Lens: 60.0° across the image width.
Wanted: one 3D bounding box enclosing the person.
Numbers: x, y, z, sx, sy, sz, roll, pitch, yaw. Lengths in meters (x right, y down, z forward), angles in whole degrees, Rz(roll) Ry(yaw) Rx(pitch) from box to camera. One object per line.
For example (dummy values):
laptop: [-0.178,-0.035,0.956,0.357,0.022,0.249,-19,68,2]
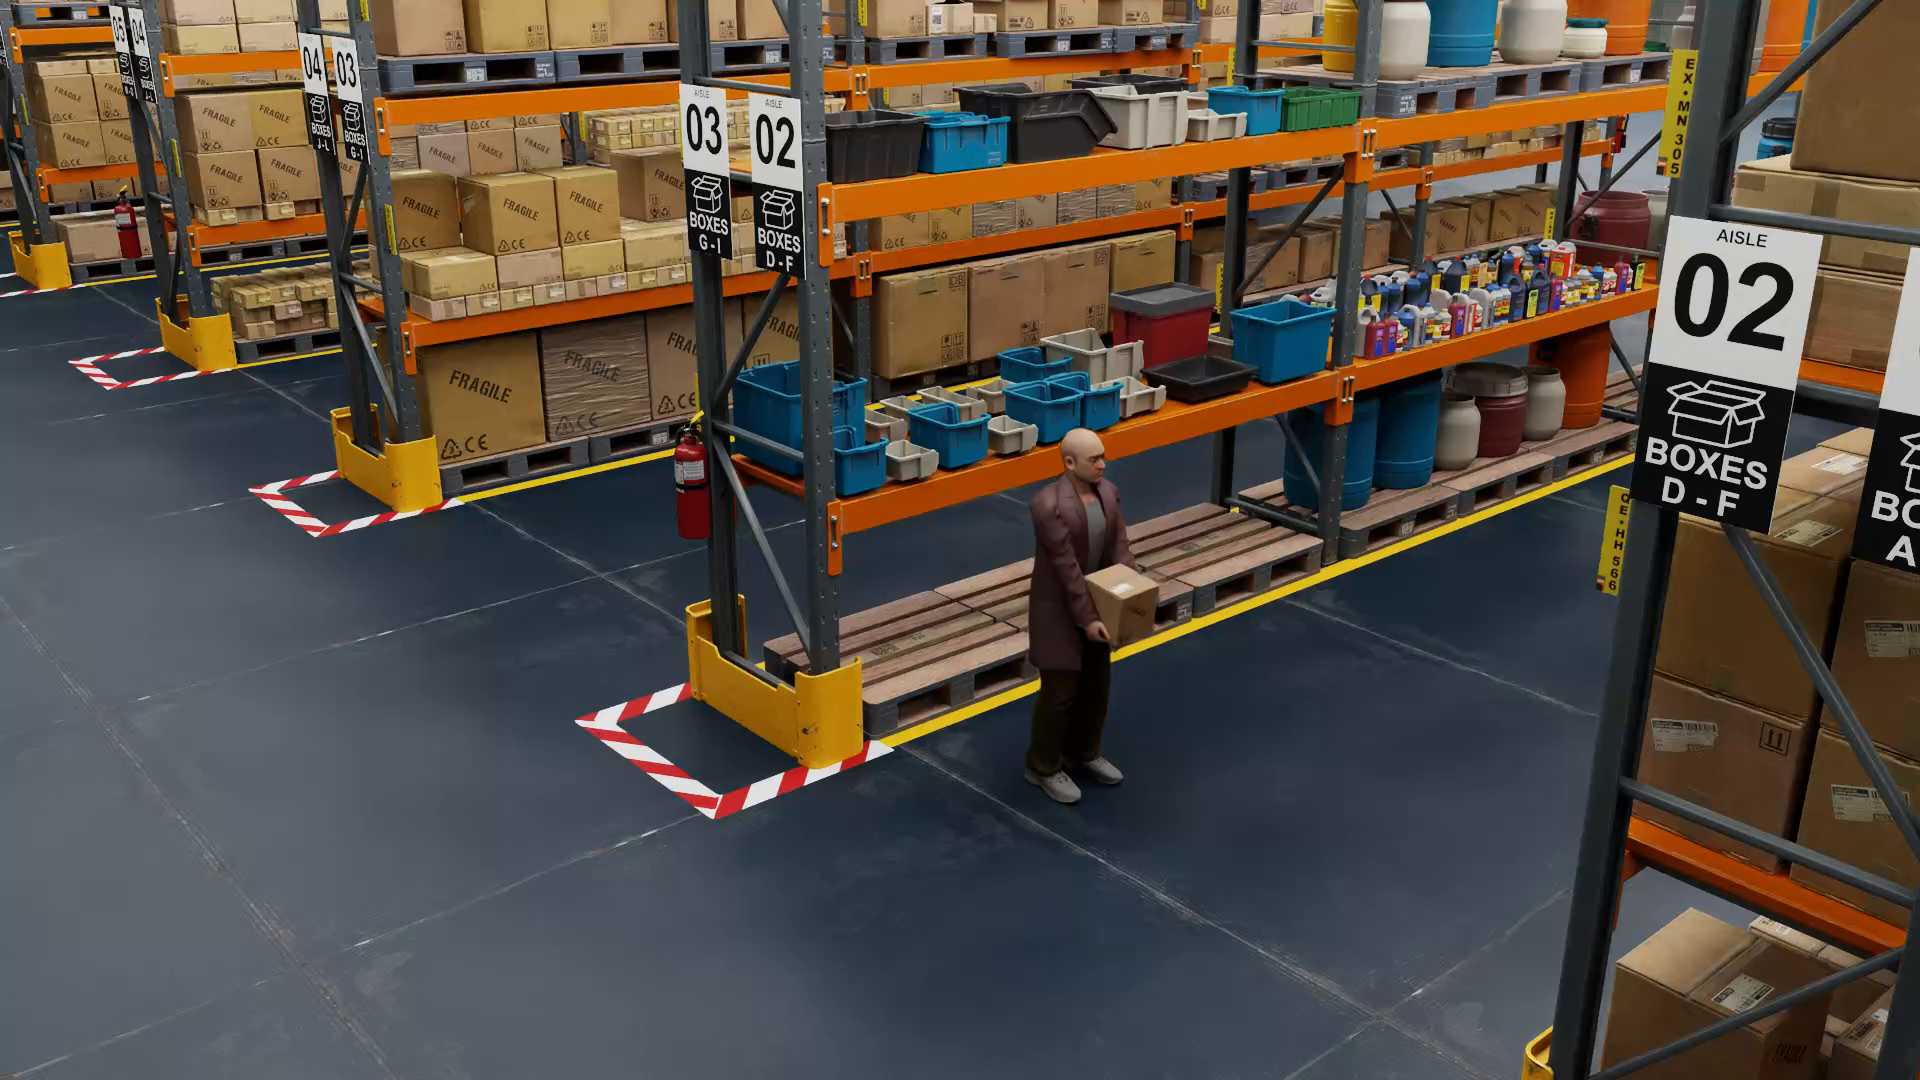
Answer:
person: [0.593,0.361,7.727,0.529,1.779,0.559,-17,27,-39]
